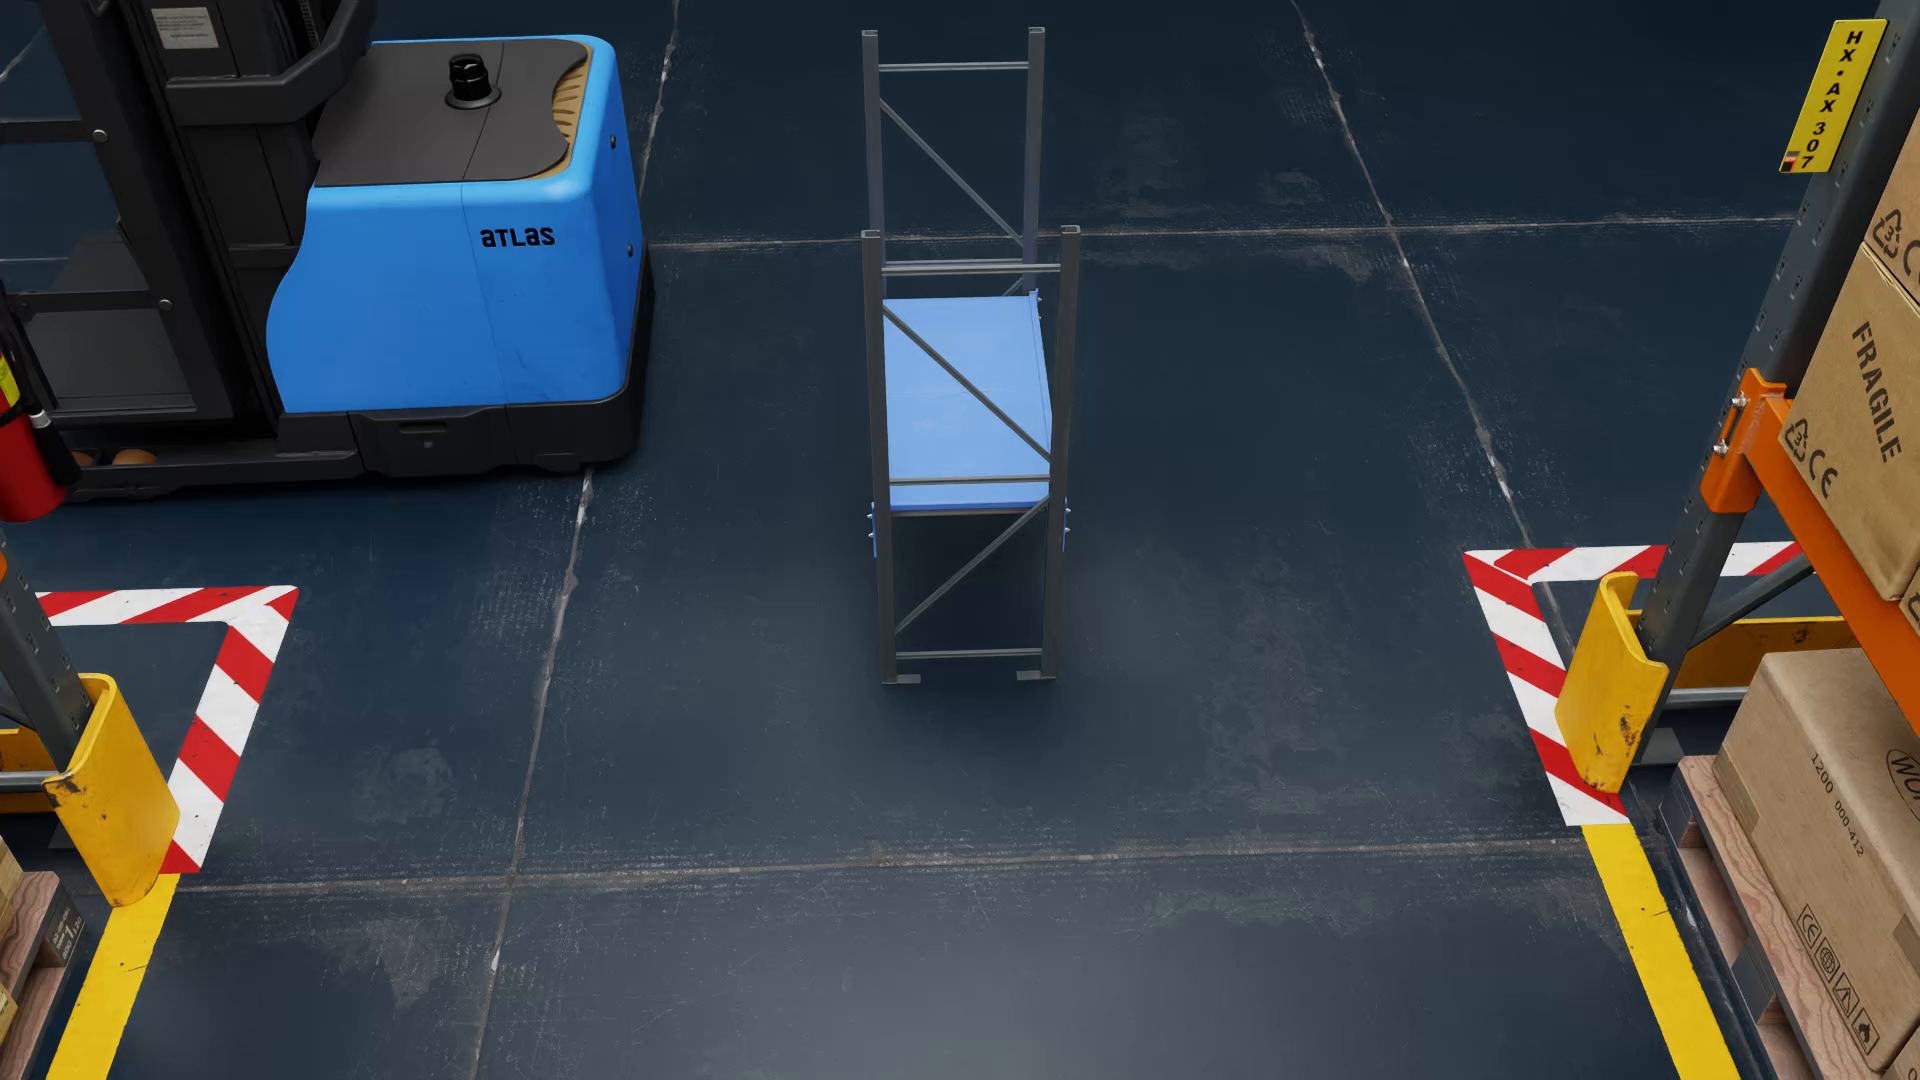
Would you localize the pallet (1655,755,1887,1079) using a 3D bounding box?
[{"bbox_3d":[2.386,1.031,3.969,1.003,0.211,1.213,-2,43,-2],"label":"pallet"}]

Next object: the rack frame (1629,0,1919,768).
[{"bbox_3d":[2.274,-0.535,3.614,1.000,3.000,0.127,-2,43,-2],"label":"rack frame"}]

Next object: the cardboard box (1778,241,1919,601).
[{"bbox_3d":[2.008,-0.239,3.217,0.500,0.500,0.500,-2,43,-2],"label":"cardboard box"}]

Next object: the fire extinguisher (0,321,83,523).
[{"bbox_3d":[-2.217,-0.342,3.736,0.296,0.674,0.183,-2,43,-2],"label":"fire extinguisher"}]

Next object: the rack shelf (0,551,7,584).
[{"bbox_3d":[-2.582,1.291,2.154,1.077,0.370,4.000,-2,43,-2],"label":"rack shelf"}]

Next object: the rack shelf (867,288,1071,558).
[{"bbox_3d":[0.004,-0.363,4.802,0.538,0.185,1.000,-2,43,-2],"label":"rack shelf"}]

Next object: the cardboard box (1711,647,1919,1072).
[{"bbox_3d":[2.402,0.698,3.854,0.875,0.438,0.875,-3,43,-3],"label":"cardboard box"}]

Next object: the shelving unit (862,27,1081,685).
[{"bbox_3d":[0.004,-0.495,4.680,0.538,1.500,1.048,-2,43,-2],"label":"shelving unit"}]

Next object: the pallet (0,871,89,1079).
[{"bbox_3d":[-2.665,1.304,3.671,1.003,0.211,1.213,-2,43,-2],"label":"pallet"}]

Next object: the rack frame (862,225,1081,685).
[{"bbox_3d":[0.025,-0.152,4.306,0.500,1.500,0.032,-2,43,-2],"label":"rack frame"}]

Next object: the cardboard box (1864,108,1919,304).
[{"bbox_3d":[2.010,-0.608,2.879,0.500,0.500,0.500,-3,43,-3],"label":"cardboard box"}]

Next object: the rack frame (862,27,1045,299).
[{"bbox_3d":[-0.018,-0.838,5.055,0.500,1.500,0.032,-2,43,-2],"label":"rack frame"}]

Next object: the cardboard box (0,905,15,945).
[{"bbox_3d":[-2.436,0.921,3.824,0.380,0.149,0.250,-1,43,-1],"label":"cardboard box"}]

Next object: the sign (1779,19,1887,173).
[{"bbox_3d":[1.719,-0.871,3.281,0.100,0.325,0.005,-2,43,-2],"label":"sign"}]

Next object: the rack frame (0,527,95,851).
[{"bbox_3d":[-2.667,-0.325,3.384,1.000,3.000,0.127,-2,43,-2],"label":"rack frame"}]

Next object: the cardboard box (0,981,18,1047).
[{"bbox_3d":[-2.324,1.092,3.638,0.380,0.149,0.250,0,43,0],"label":"cardboard box"}]

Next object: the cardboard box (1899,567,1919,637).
[{"bbox_3d":[2.057,0.101,2.846,0.500,0.500,0.500,-2,43,-2],"label":"cardboard box"}]

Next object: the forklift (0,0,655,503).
[{"bbox_3d":[-2.605,-1.573,4.797,3.031,2.935,1.130,-3,43,-3],"label":"forklift"}]

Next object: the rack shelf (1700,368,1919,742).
[{"bbox_3d":[2.359,1.081,2.384,1.077,0.370,4.000,-2,43,-2],"label":"rack shelf"}]

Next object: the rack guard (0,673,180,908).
[{"bbox_3d":[-2.664,0.648,4.173,1.175,0.500,0.348,-2,43,-2],"label":"rack guard"}]

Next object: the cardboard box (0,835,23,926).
[{"bbox_3d":[-2.360,0.810,3.725,0.380,0.149,0.250,-3,43,-3],"label":"cardboard box"}]

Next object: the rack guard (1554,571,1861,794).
[{"bbox_3d":[2.273,0.370,4.476,1.175,0.500,0.348,-2,43,-2],"label":"rack guard"}]
